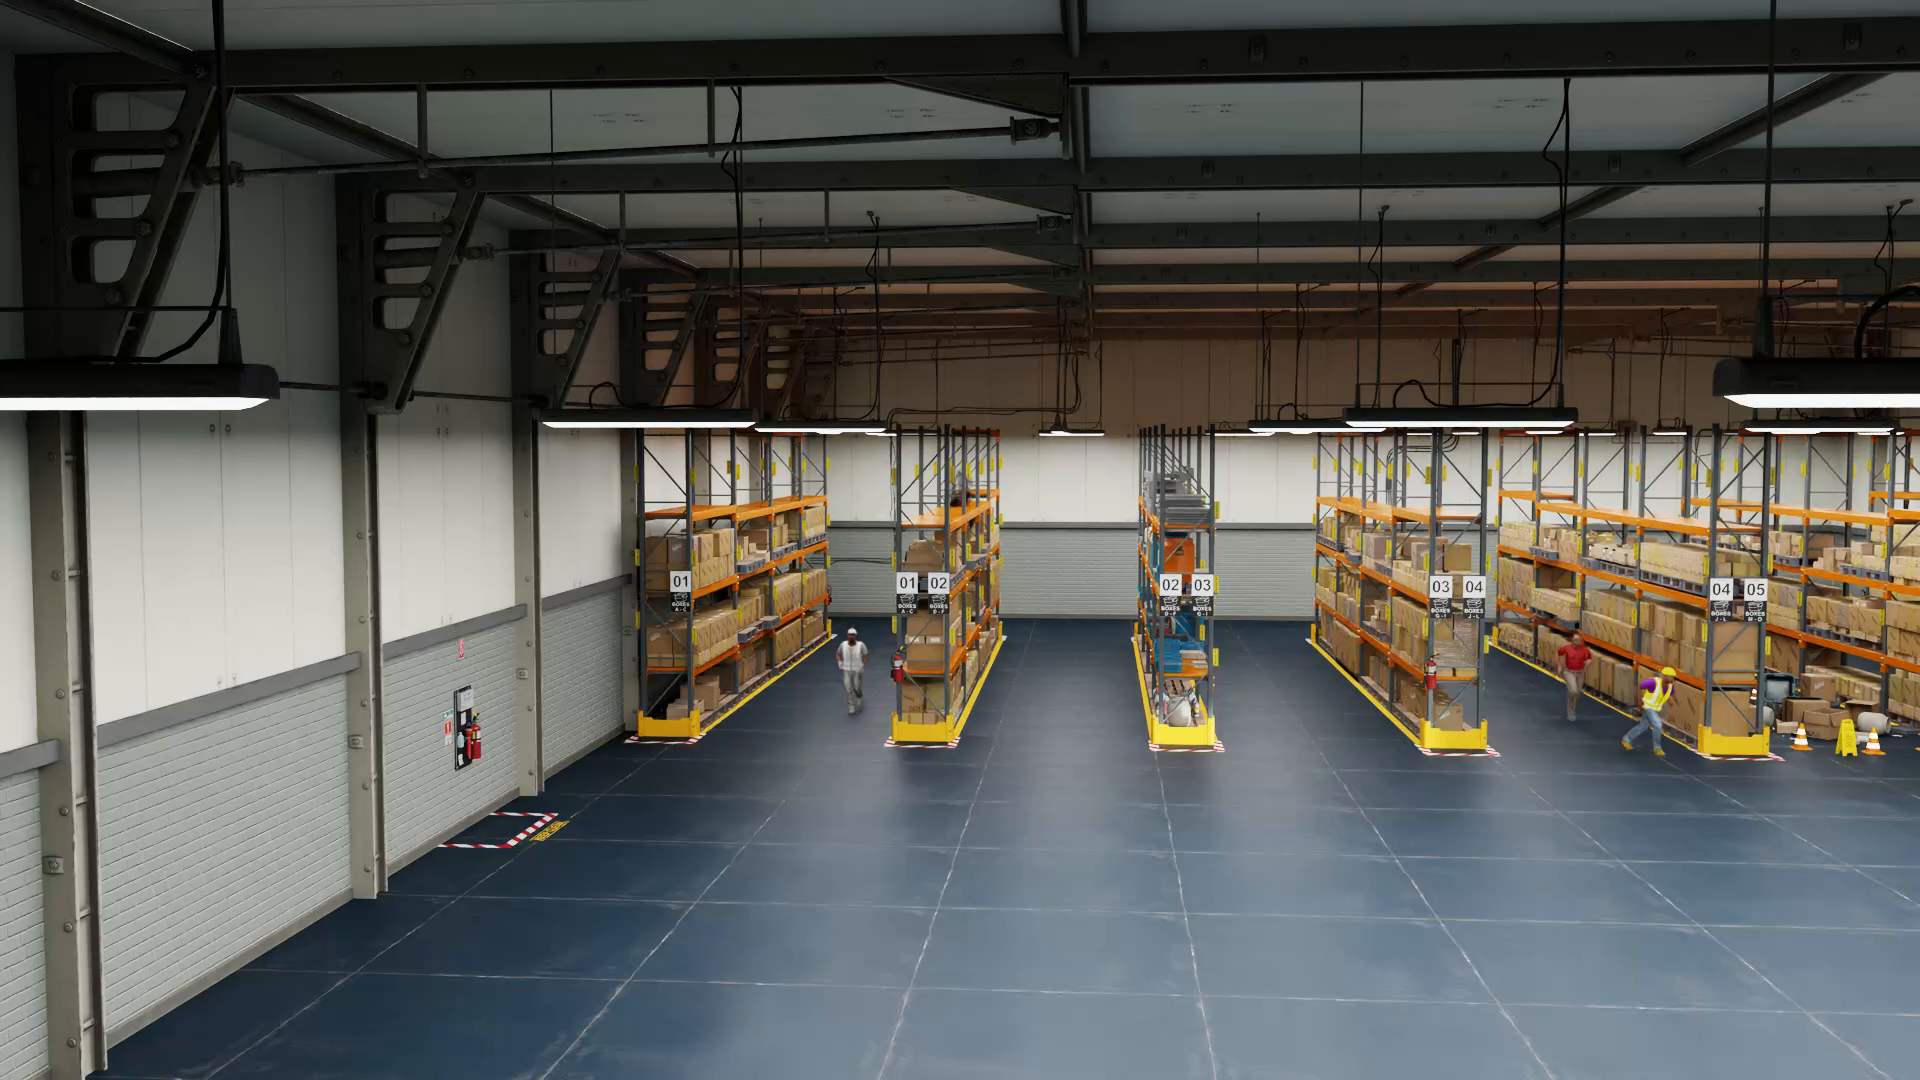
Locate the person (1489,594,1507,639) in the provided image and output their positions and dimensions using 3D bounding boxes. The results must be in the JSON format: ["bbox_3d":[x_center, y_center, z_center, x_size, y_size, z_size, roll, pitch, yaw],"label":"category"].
[{"bbox_3d":[15.384,1.978,47.321,0.939,1.657,0.581,-1,4,-17],"label":"person"}]

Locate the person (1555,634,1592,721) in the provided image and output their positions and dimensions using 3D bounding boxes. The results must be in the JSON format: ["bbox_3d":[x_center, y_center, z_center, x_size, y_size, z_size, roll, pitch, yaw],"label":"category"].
[{"bbox_3d":[12.564,2.806,33.980,0.628,1.790,0.855,0,3,-2],"label":"person"}]

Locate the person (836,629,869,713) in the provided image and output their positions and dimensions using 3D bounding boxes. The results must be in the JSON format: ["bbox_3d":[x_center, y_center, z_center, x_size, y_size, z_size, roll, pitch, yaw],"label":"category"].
[{"bbox_3d":[-2.264,2.726,34.856,0.690,1.752,0.664,0,3,4],"label":"person"}]

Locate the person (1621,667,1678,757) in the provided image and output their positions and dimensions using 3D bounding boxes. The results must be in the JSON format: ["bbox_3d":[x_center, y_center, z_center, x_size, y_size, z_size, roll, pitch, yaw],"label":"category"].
[{"bbox_3d":[12.561,3.093,30.262,0.706,1.653,1.044,-2,4,-28],"label":"person"}]
